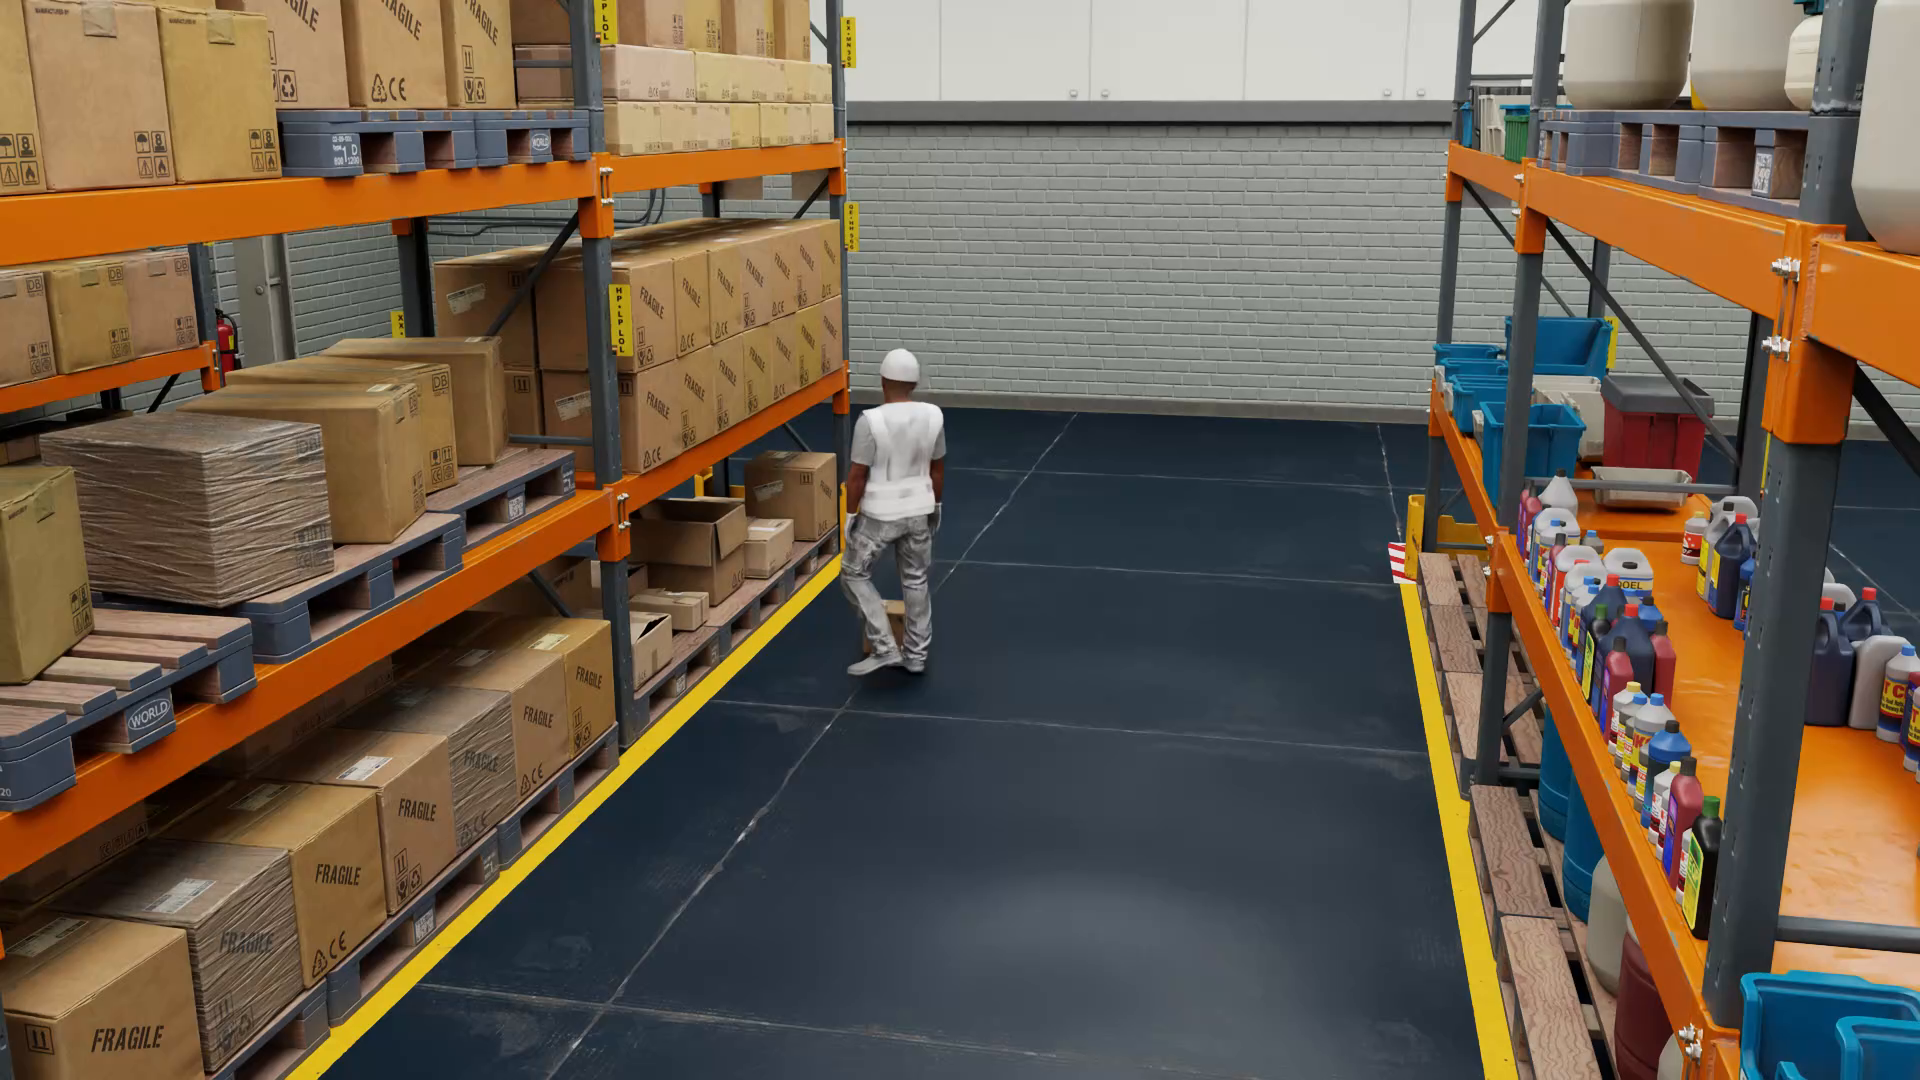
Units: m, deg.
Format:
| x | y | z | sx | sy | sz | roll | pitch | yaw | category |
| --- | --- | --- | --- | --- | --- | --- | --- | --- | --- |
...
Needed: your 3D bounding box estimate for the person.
| x | y | z | sx | sy | sz | roll | pitch | yaw | category |
| --- | --- | --- | --- | --- | --- | --- | --- | --- | --- |
| -0.362 | -0.138 | 8.930 | 0.623 | 1.787 | 0.429 | -9 | 17 | -32 | person |
